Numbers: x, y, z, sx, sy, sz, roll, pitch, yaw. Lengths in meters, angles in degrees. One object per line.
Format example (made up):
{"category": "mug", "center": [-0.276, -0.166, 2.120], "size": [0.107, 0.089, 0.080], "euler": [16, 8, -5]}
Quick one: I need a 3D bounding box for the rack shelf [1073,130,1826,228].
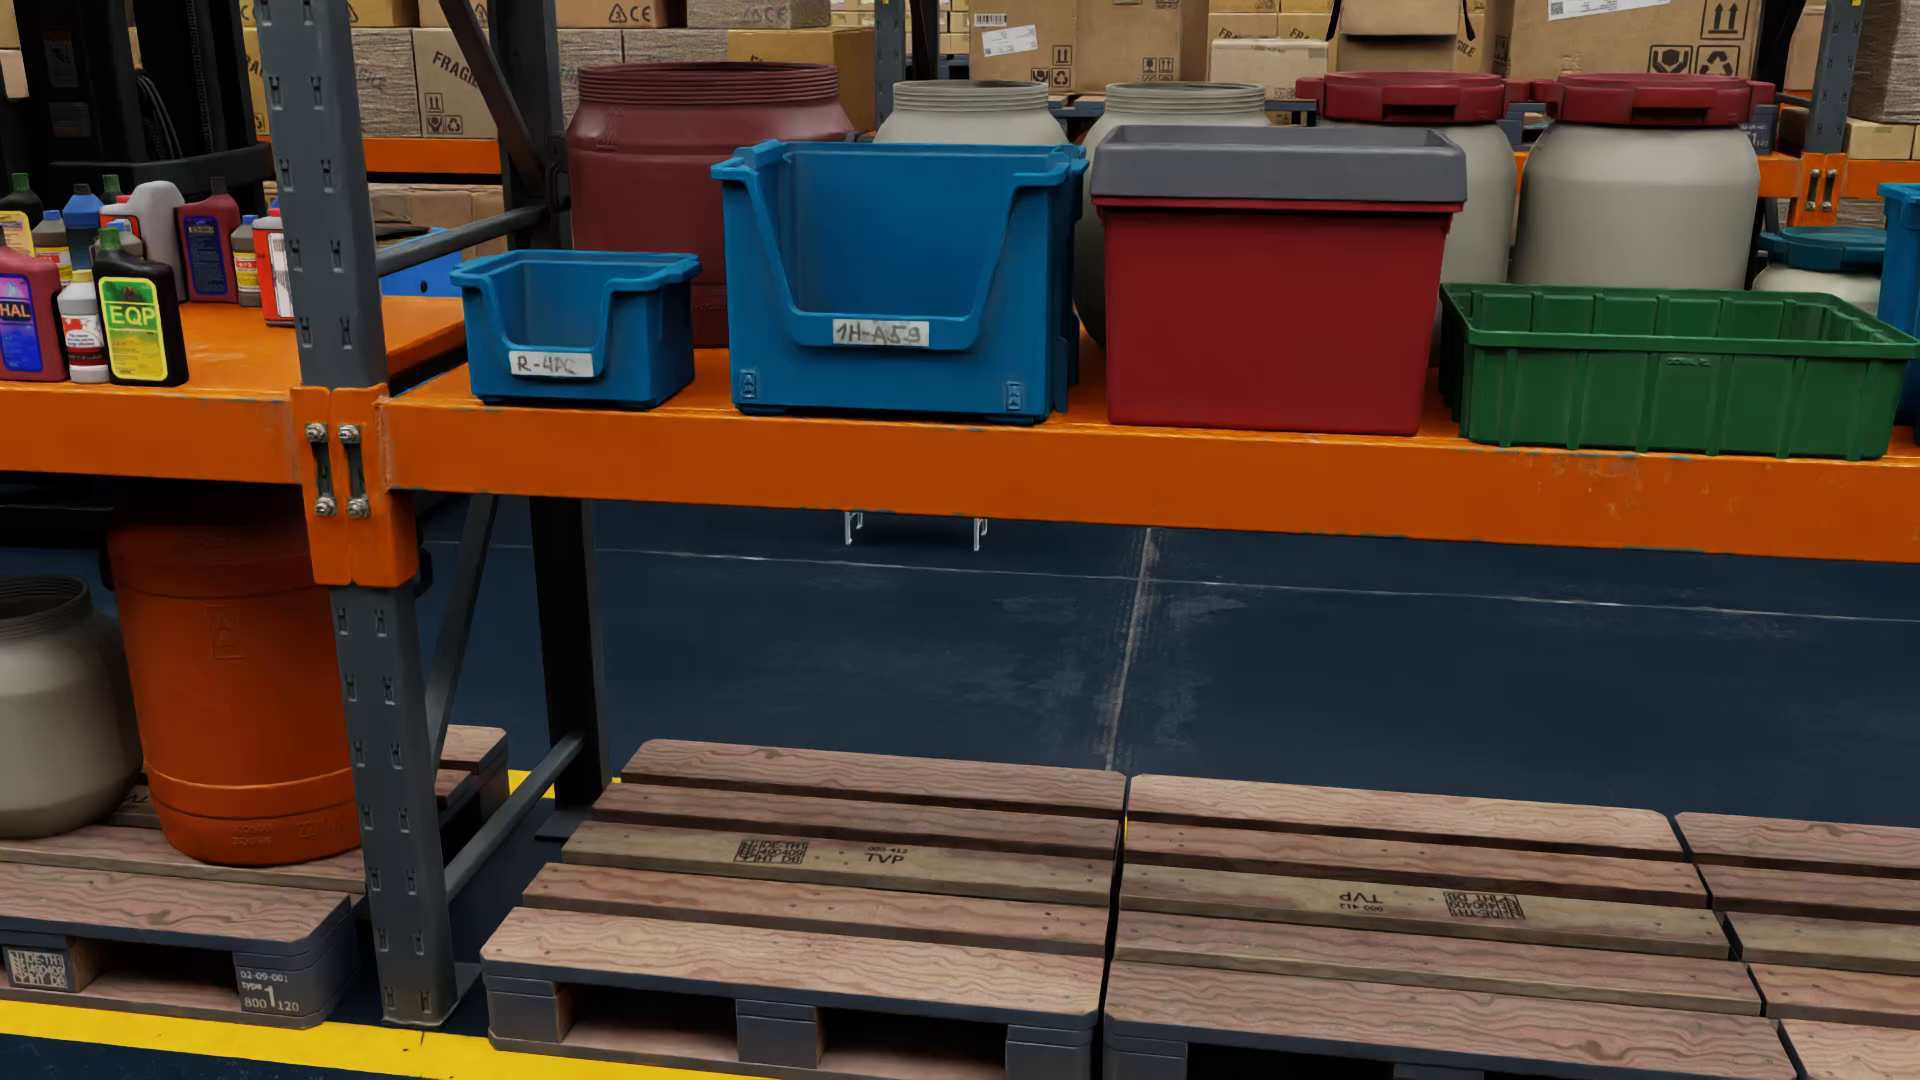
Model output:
{"category": "rack shelf", "center": [1.732, -1.702, 7.798], "size": [4.000, 0.370, 1.077], "euler": [3, 19, 9]}

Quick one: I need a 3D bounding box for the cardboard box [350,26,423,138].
{"category": "cardboard box", "center": [-2.787, -2.241, 8.116], "size": [0.500, 0.500, 0.500], "euler": [2, 19, 7]}

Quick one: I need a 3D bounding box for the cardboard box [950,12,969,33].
{"category": "cardboard box", "center": [0.084, -3.796, 12.187], "size": [0.250, 0.149, 0.380], "euler": [3, 19, 10]}

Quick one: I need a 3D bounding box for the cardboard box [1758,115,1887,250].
{"category": "cardboard box", "center": [6.094, -2.586, 11.990], "size": [0.875, 0.875, 0.875], "euler": [3, 19, 9]}

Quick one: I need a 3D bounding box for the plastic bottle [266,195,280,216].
{"category": "plastic bottle", "center": [-1.514, -0.669, 3.778], "size": [0.097, 0.271, 0.097], "euler": [0, 18, 0]}

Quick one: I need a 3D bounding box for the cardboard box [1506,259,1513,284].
{"category": "cardboard box", "center": [2.636, -1.034, 7.911], "size": [0.500, 0.500, 0.700], "euler": [3, 19, 8]}

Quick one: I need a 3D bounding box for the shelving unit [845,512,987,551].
{"category": "shelving unit", "center": [-0.163, -0.577, 6.138], "size": [0.503, 1.200, 0.258], "euler": [3, 19, 9]}

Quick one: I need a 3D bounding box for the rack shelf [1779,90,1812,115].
{"category": "rack shelf", "center": [6.568, -3.050, 11.825], "size": [4.000, 0.370, 1.077], "euler": [3, 19, 9]}

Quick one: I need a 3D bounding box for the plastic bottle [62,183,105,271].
{"category": "plastic bottle", "center": [-1.981, -0.673, 3.791], "size": [0.097, 0.271, 0.097], "euler": [0, 18, 0]}

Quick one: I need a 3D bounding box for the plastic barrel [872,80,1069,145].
{"category": "plastic barrel", "center": [0.022, -0.661, 3.374], "size": [0.421, 0.512, 0.421], "euler": [0, 18, 0]}

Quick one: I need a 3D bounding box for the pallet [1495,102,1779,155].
{"category": "pallet", "center": [2.975, -1.936, 7.664], "size": [1.213, 0.211, 1.003], "euler": [3, 19, 9]}

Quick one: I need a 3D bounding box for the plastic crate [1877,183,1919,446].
{"category": "plastic crate", "center": [1.783, -0.342, 2.622], "size": [0.575, 0.384, 0.392], "euler": [3, 19, 9]}

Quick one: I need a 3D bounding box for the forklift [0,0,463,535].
{"category": "forklift", "center": [-3.544, -1.542, 6.294], "size": [3.031, 2.935, 1.130], "euler": [2, 19, 7]}

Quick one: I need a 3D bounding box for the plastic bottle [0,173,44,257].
{"category": "plastic bottle", "center": [-2.214, -0.716, 3.900], "size": [0.133, 0.283, 0.061], "euler": [3, 19, 9]}

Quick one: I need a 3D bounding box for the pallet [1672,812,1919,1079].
{"category": "pallet", "center": [2.140, 0.904, 3.269], "size": [1.213, 0.211, 1.003], "euler": [3, 19, 9]}

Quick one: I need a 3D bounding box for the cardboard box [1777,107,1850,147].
{"category": "cardboard box", "center": [3.966, -1.905, 7.665], "size": [0.250, 0.149, 0.380], "euler": [3, 19, 9]}

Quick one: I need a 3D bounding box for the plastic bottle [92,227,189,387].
{"category": "plastic bottle", "center": [-1.495, -0.424, 3.027], "size": [0.133, 0.283, 0.061], "euler": [3, 19, 9]}

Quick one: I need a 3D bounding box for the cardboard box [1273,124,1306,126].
{"category": "cardboard box", "center": [3.364, -4.096, 17.296], "size": [0.625, 0.372, 0.950], "euler": [4, 19, 10]}

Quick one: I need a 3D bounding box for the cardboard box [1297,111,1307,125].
{"category": "cardboard box", "center": [4.781, -5.740, 21.812], "size": [0.625, 0.625, 0.875], "euler": [3, 19, 8]}

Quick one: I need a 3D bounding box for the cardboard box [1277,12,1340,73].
{"category": "cardboard box", "center": [2.536, -3.557, 12.050], "size": [0.500, 0.500, 0.500], "euler": [3, 19, 8]}

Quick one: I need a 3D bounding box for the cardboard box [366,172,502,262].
{"category": "cardboard box", "center": [-2.674, -1.466, 8.645], "size": [0.875, 0.875, 1.225], "euler": [2, 19, 7]}

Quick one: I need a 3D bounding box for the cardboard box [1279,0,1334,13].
{"category": "cardboard box", "center": [2.597, -4.113, 12.135], "size": [0.500, 0.500, 0.700], "euler": [3, 19, 8]}

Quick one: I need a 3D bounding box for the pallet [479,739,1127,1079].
{"category": "pallet", "center": [-0.269, 0.781, 3.636], "size": [1.213, 0.211, 1.003], "euler": [3, 19, 9]}

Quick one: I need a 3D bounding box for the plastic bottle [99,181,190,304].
{"category": "plastic bottle", "center": [-1.861, -0.680, 3.804], "size": [0.135, 0.276, 0.152], "euler": [3, 19, 9]}

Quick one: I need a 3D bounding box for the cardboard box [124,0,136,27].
{"category": "cardboard box", "center": [-4.624, -2.875, 8.755], "size": [0.500, 0.500, 0.500], "euler": [3, 19, 9]}

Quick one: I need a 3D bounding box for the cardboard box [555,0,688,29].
{"category": "cardboard box", "center": [-1.605, -2.743, 8.035], "size": [0.637, 0.503, 0.797], "euler": [3, 19, 10]}

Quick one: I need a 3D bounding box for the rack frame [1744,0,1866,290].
{"category": "rack frame", "center": [3.707, -1.943, 7.383], "size": [0.127, 3.000, 1.000], "euler": [3, 19, 9]}

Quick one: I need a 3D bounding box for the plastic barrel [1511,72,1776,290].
{"category": "plastic barrel", "center": [1.287, -0.609, 3.183], "size": [0.433, 0.535, 0.433], "euler": [0, 18, 0]}

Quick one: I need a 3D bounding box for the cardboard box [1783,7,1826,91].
{"category": "cardboard box", "center": [6.021, -3.463, 11.691], "size": [0.550, 0.550, 0.875], "euler": [3, 19, 9]}

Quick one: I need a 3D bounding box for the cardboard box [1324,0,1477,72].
{"category": "cardboard box", "center": [1.981, -2.249, 7.474], "size": [0.637, 0.503, 0.797], "euler": [5, 19, 14]}

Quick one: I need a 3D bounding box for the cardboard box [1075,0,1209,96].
{"category": "cardboard box", "center": [0.864, -2.379, 7.868], "size": [0.500, 0.500, 0.700], "euler": [6, 19, 17]}

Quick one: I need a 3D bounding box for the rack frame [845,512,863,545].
{"category": "rack frame", "center": [-0.404, -0.590, 6.174], "size": [0.015, 1.200, 0.240], "euler": [3, 19, 9]}

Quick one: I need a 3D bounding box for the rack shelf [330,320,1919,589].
{"category": "rack shelf", "center": [0.947, -0.151, 3.160], "size": [4.000, 0.370, 1.077], "euler": [3, 19, 9]}

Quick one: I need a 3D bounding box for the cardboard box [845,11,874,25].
{"category": "cardboard box", "center": [-0.687, -3.834, 12.301], "size": [0.250, 0.149, 0.380], "euler": [3, 19, 9]}

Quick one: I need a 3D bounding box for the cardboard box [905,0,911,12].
{"category": "cardboard box", "center": [-0.419, -3.963, 12.216], "size": [0.250, 0.149, 0.380], "euler": [4, 19, 10]}

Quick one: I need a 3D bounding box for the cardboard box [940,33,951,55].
{"category": "cardboard box", "center": [-0.161, -3.667, 12.269], "size": [0.250, 0.149, 0.380], "euler": [3, 19, 9]}

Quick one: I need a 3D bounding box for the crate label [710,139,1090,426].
{"category": "crate label", "center": [-0.090, -0.475, 2.938], "size": [0.616, 0.435, 0.502], "euler": [3, 19, 9]}

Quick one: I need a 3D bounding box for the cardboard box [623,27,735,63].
{"category": "cardboard box", "center": [-1.260, -2.166, 7.891], "size": [0.500, 0.500, 0.500], "euler": [3, 19, 8]}

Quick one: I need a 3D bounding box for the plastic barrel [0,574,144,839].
{"category": "plastic barrel", "center": [-2.085, 0.368, 3.734], "size": [0.421, 0.512, 0.421], "euler": [0, 18, 0]}

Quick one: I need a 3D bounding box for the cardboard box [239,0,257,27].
{"category": "cardboard box", "center": [-3.560, -2.839, 8.323], "size": [0.637, 0.503, 0.797], "euler": [2, 19, 7]}
